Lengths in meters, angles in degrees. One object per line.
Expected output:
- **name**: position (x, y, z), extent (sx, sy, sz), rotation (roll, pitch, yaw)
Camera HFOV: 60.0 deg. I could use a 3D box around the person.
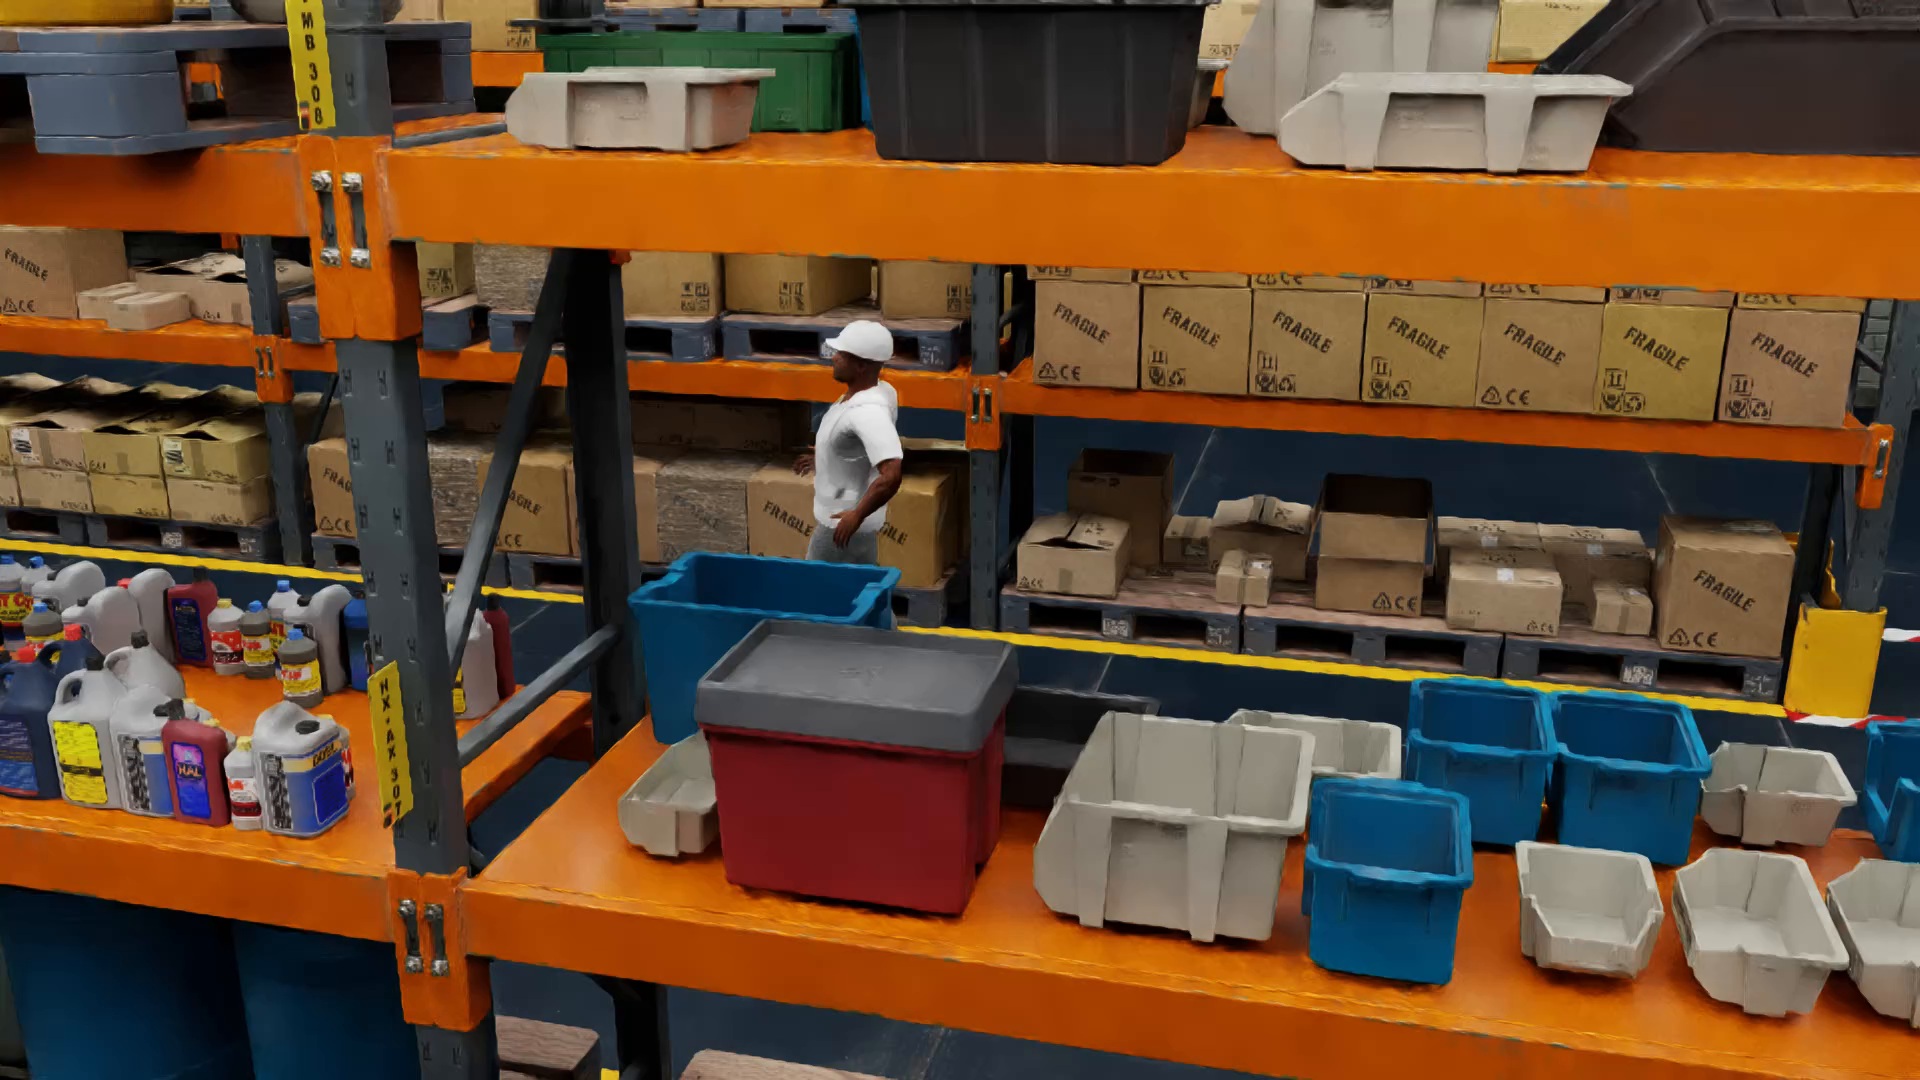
- **person**: position (-0.584, -0.097, 7.302), extent (0.740, 1.765, 0.750), rotation (1, 18, 3)
